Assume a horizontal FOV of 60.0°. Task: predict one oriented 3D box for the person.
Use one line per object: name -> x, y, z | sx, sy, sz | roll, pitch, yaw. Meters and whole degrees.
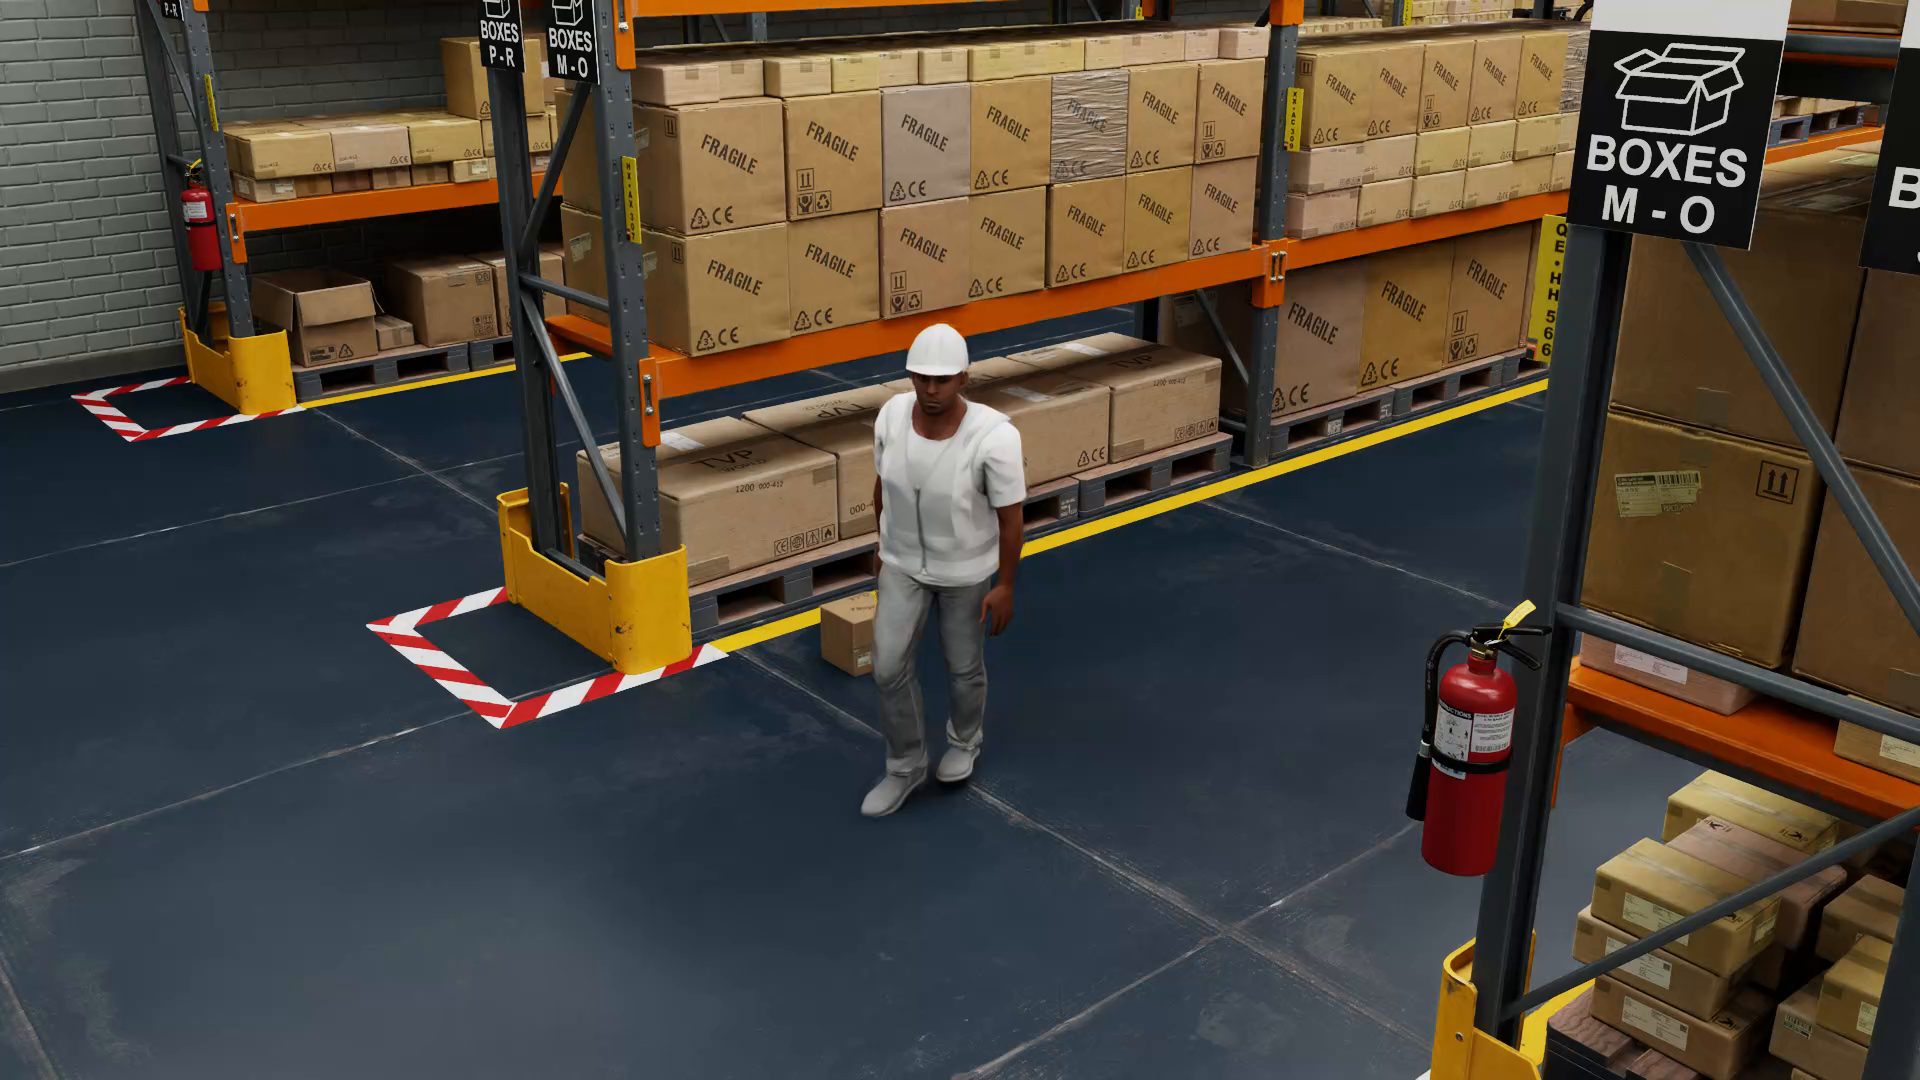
person -> -0.051, 0.102, 5.795 | 0.606, 1.784, 0.570 | 7, 22, 17
